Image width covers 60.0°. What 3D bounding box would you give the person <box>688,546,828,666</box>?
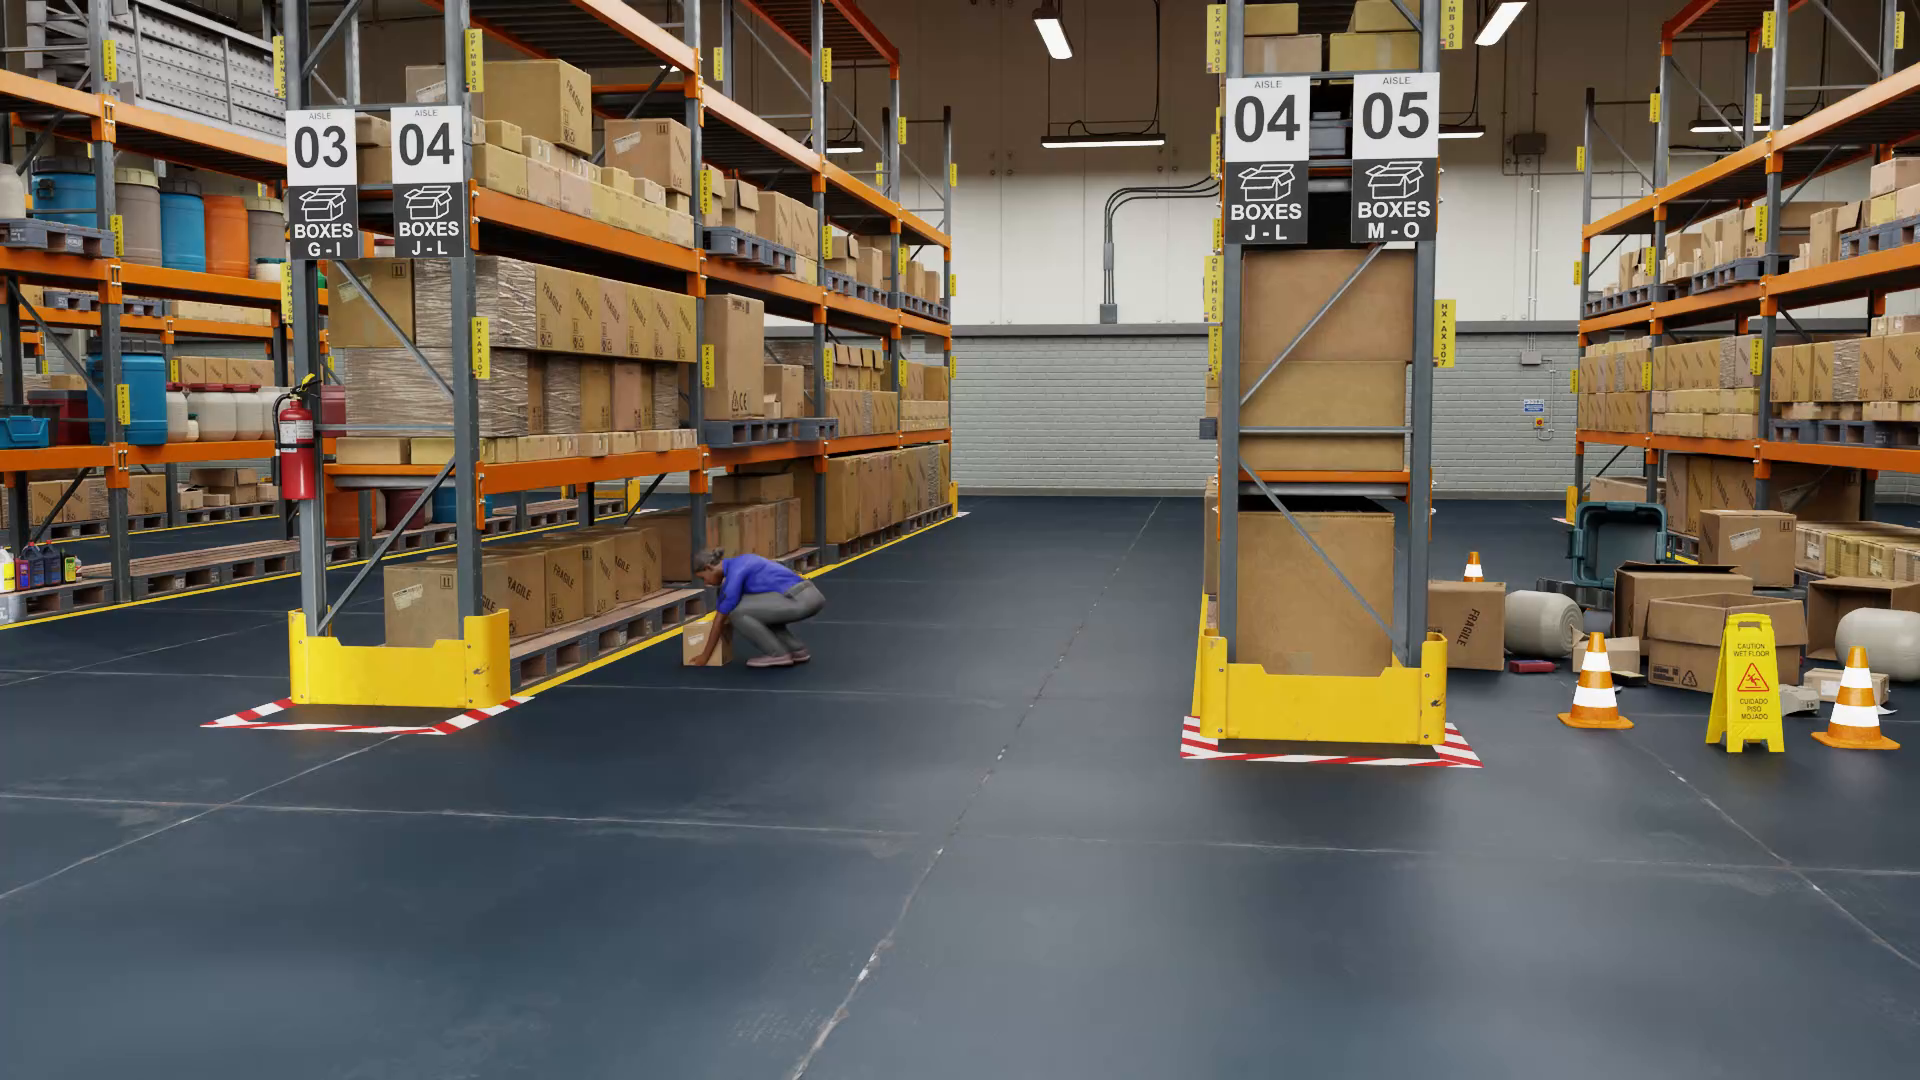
[{"bbox_3d":[-1.275,0.421,10.489,0.873,0.776,0.454,1,5,7],"label":"person"}]
